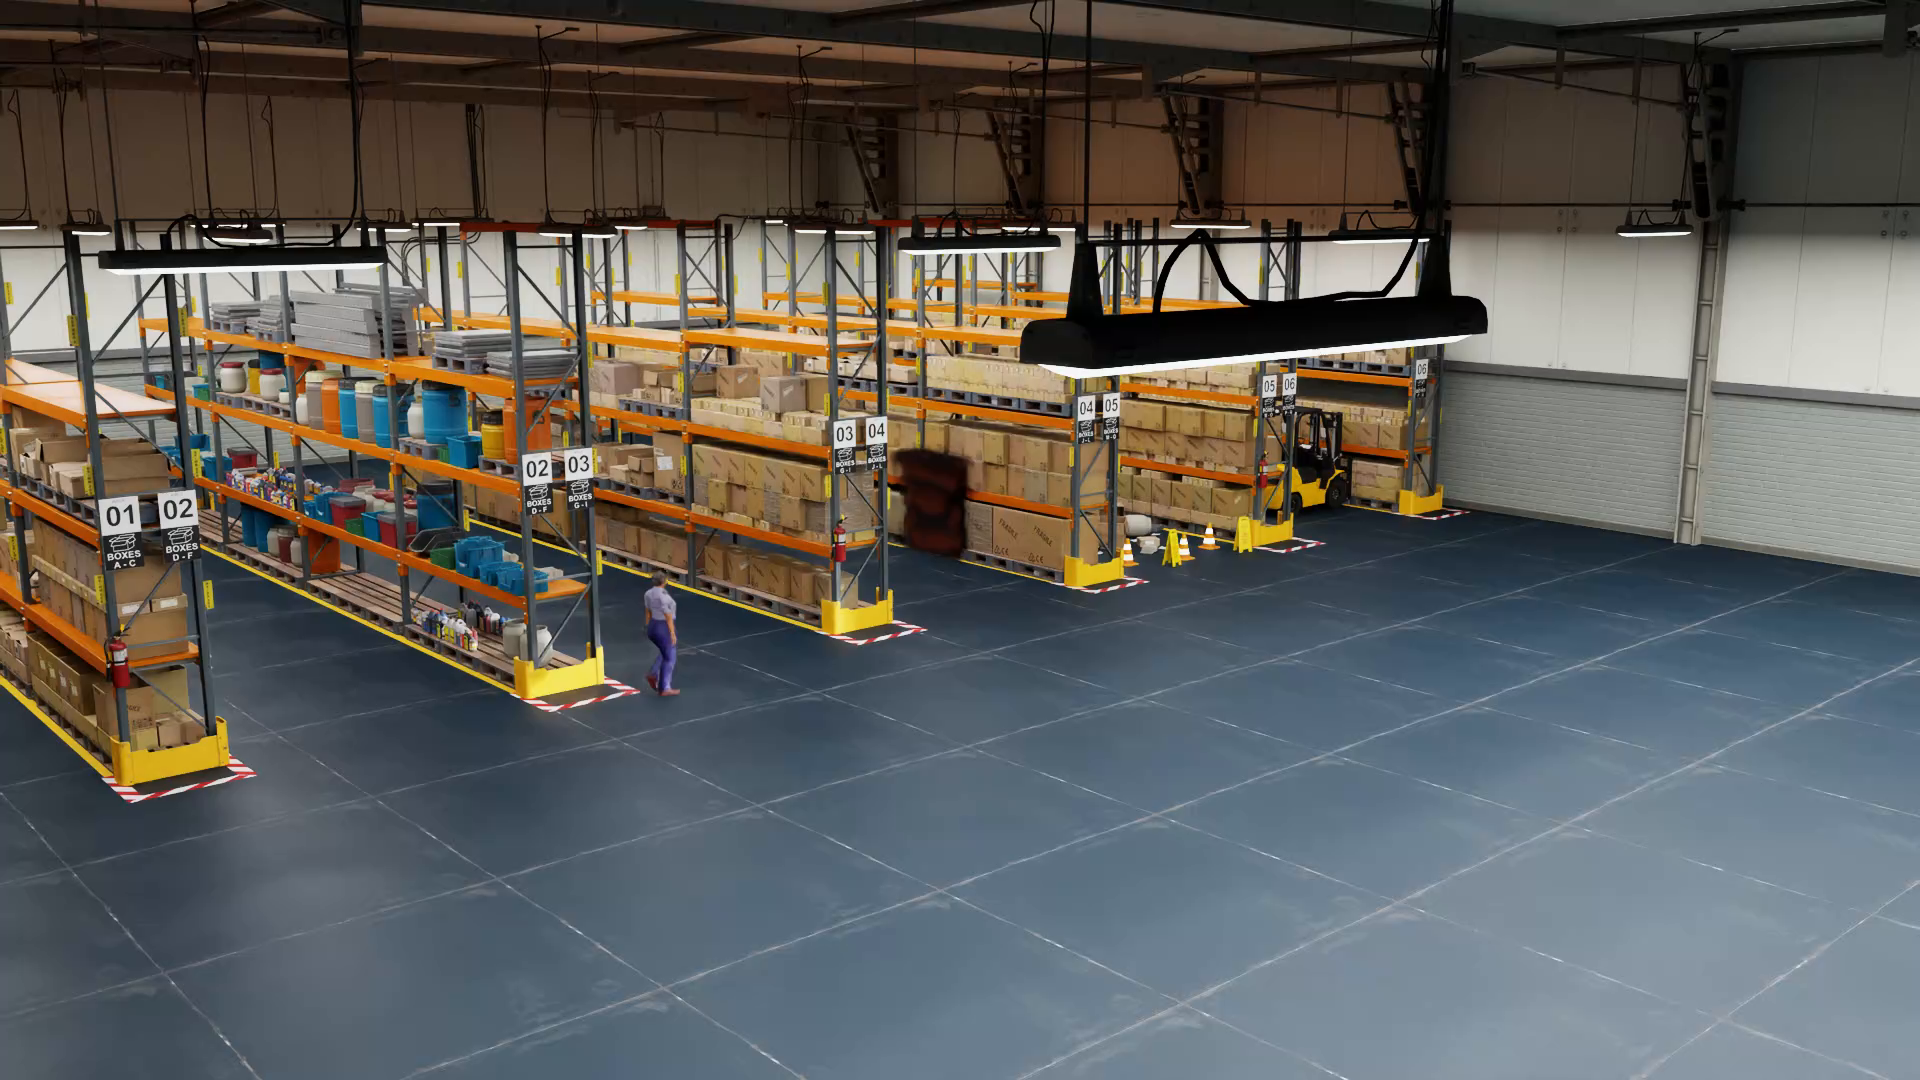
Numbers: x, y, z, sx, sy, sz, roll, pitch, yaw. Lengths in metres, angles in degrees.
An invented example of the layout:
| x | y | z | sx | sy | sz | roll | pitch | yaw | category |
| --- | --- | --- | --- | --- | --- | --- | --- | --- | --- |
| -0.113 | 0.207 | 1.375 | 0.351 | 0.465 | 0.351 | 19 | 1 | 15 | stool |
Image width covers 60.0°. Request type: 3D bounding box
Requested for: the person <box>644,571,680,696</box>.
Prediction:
| x | y | z | sx | sy | sz | roll | pitch | yaw | category |
| --- | --- | --- | --- | --- | --- | --- | --- | --- | --- |
| -3.859 | 1.202 | 21.671 | 0.455 | 1.635 | 0.496 | -10 | 15 | -39 | person |
